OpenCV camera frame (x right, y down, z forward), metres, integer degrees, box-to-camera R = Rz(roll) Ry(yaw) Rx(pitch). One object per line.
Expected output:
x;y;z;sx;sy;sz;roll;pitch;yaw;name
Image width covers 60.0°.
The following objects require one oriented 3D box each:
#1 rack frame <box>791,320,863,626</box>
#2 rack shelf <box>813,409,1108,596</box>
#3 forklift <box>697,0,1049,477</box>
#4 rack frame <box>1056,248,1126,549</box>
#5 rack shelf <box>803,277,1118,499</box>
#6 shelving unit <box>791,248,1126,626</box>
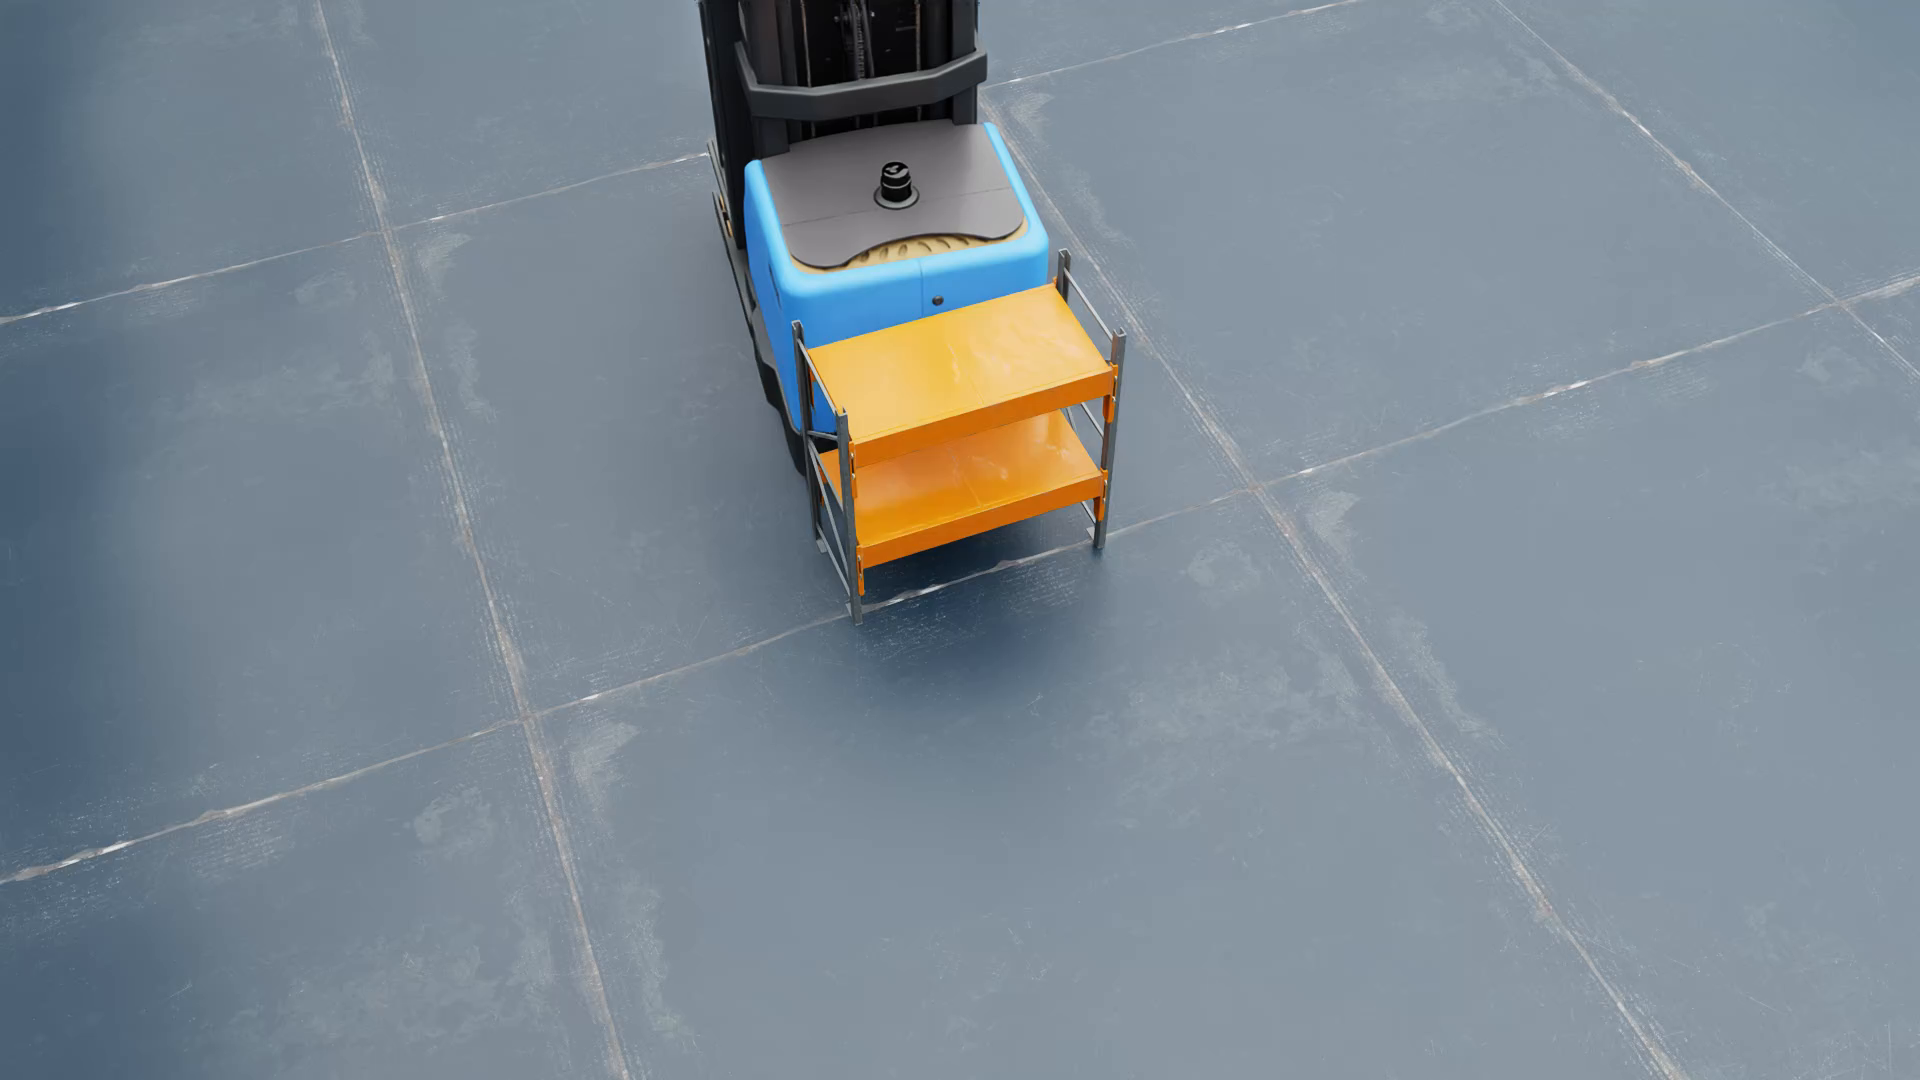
-0.477;-0.219;6.037;0.032;1.125;0.500;-17;52;-14;rack frame
-0.006;-0.205;6.348;1.000;0.278;0.538;-17;52;-14;rack shelf
-0.530;-2.344;6.671;1.130;2.935;3.031;-12;50;-10;forklift
0.464;-0.510;6.288;0.032;1.125;0.500;-17;52;-14;rack frame
-0.006;-0.555;5.940;1.000;0.278;0.538;-17;52;-14;rack shelf
-0.006;-0.365;6.162;1.048;1.125;0.538;-17;52;-14;shelving unit
